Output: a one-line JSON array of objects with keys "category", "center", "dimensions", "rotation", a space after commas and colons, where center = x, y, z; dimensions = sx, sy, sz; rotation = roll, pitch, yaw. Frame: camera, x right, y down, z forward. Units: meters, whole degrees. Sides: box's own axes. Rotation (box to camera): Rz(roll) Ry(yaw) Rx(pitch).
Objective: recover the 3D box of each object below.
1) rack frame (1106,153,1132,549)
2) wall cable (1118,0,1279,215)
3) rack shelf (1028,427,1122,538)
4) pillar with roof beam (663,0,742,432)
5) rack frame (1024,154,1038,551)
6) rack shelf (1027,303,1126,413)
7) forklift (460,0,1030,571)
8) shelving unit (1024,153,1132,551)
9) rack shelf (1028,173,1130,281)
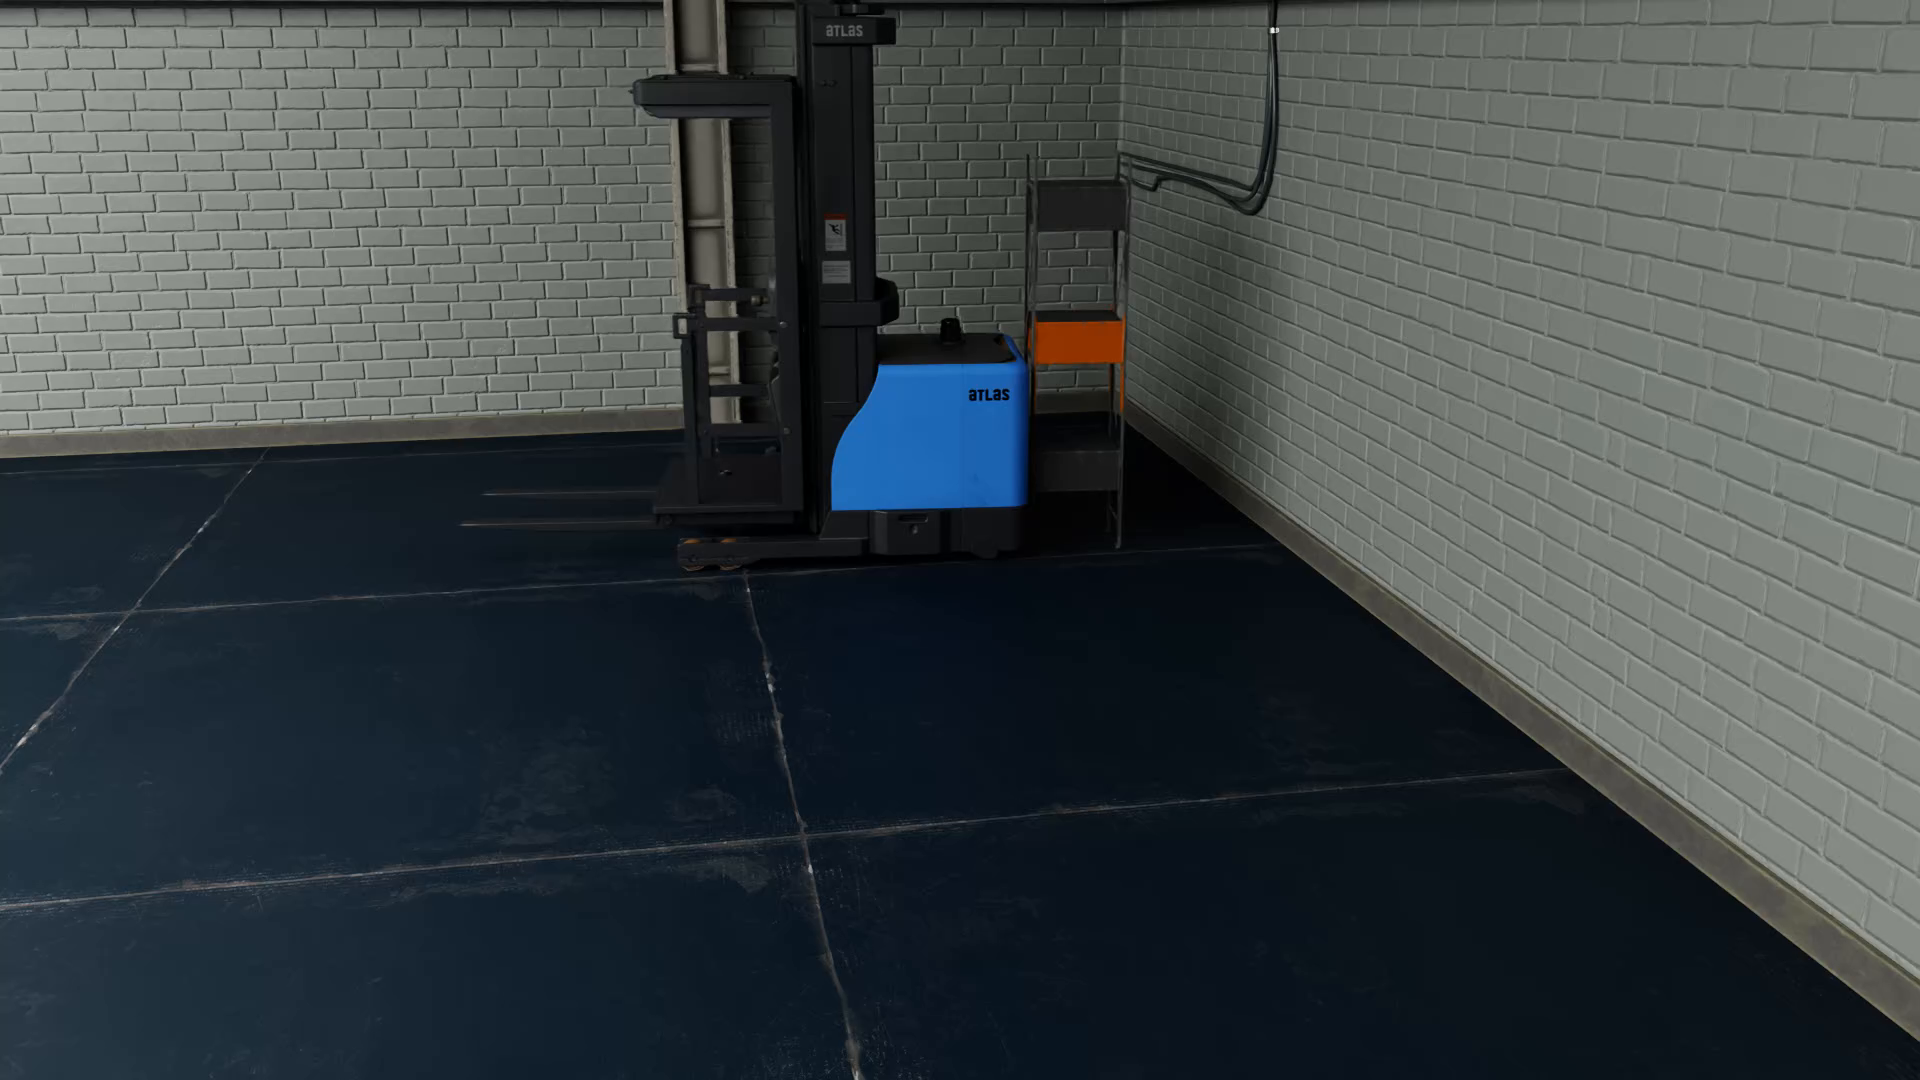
[{"category": "rack frame", "center": [0.862, -1.011, 9.028], "dimensions": [0.015, 2.100, 0.400], "rotation": [-1, 17, -4]}, {"category": "wall cable", "center": [1.387, -3.372, 10.252], "dimensions": [0.112, 2.526, 3.097], "rotation": [-3, 17, -10]}, {"category": "rack shelf", "center": [0.618, -0.324, 9.220], "dimensions": [0.480, 0.518, 0.431], "rotation": [-1, 17, -4]}, {"category": "pillar with roof beam", "center": [-0.940, -3.832, 6.463], "dimensions": [0.400, 9.000, 9.100], "rotation": [-3, 17, -10]}, {"category": "rack frame", "center": [0.375, -1.001, 8.993], "dimensions": [0.015, 2.100, 0.400], "rotation": [-1, 17, -4]}, {"category": "rack shelf", "center": [0.618, -0.993, 9.014], "dimensions": [0.480, 0.518, 0.431], "rotation": [-1, 17, -4]}, {"category": "forklift", "center": [-1.165, -1.398, 8.871], "dimensions": [3.031, 2.935, 1.130], "rotation": [-1, 17, -4]}, {"category": "shelving unit", "center": [0.618, -1.006, 9.010], "dimensions": [0.503, 2.100, 0.431], "rotation": [-1, 17, -4]}, {"category": "rack shelf", "center": [0.618, -1.662, 8.809], "dimensions": [0.480, 0.518, 0.431], "rotation": [-1, 17, -4]}]
